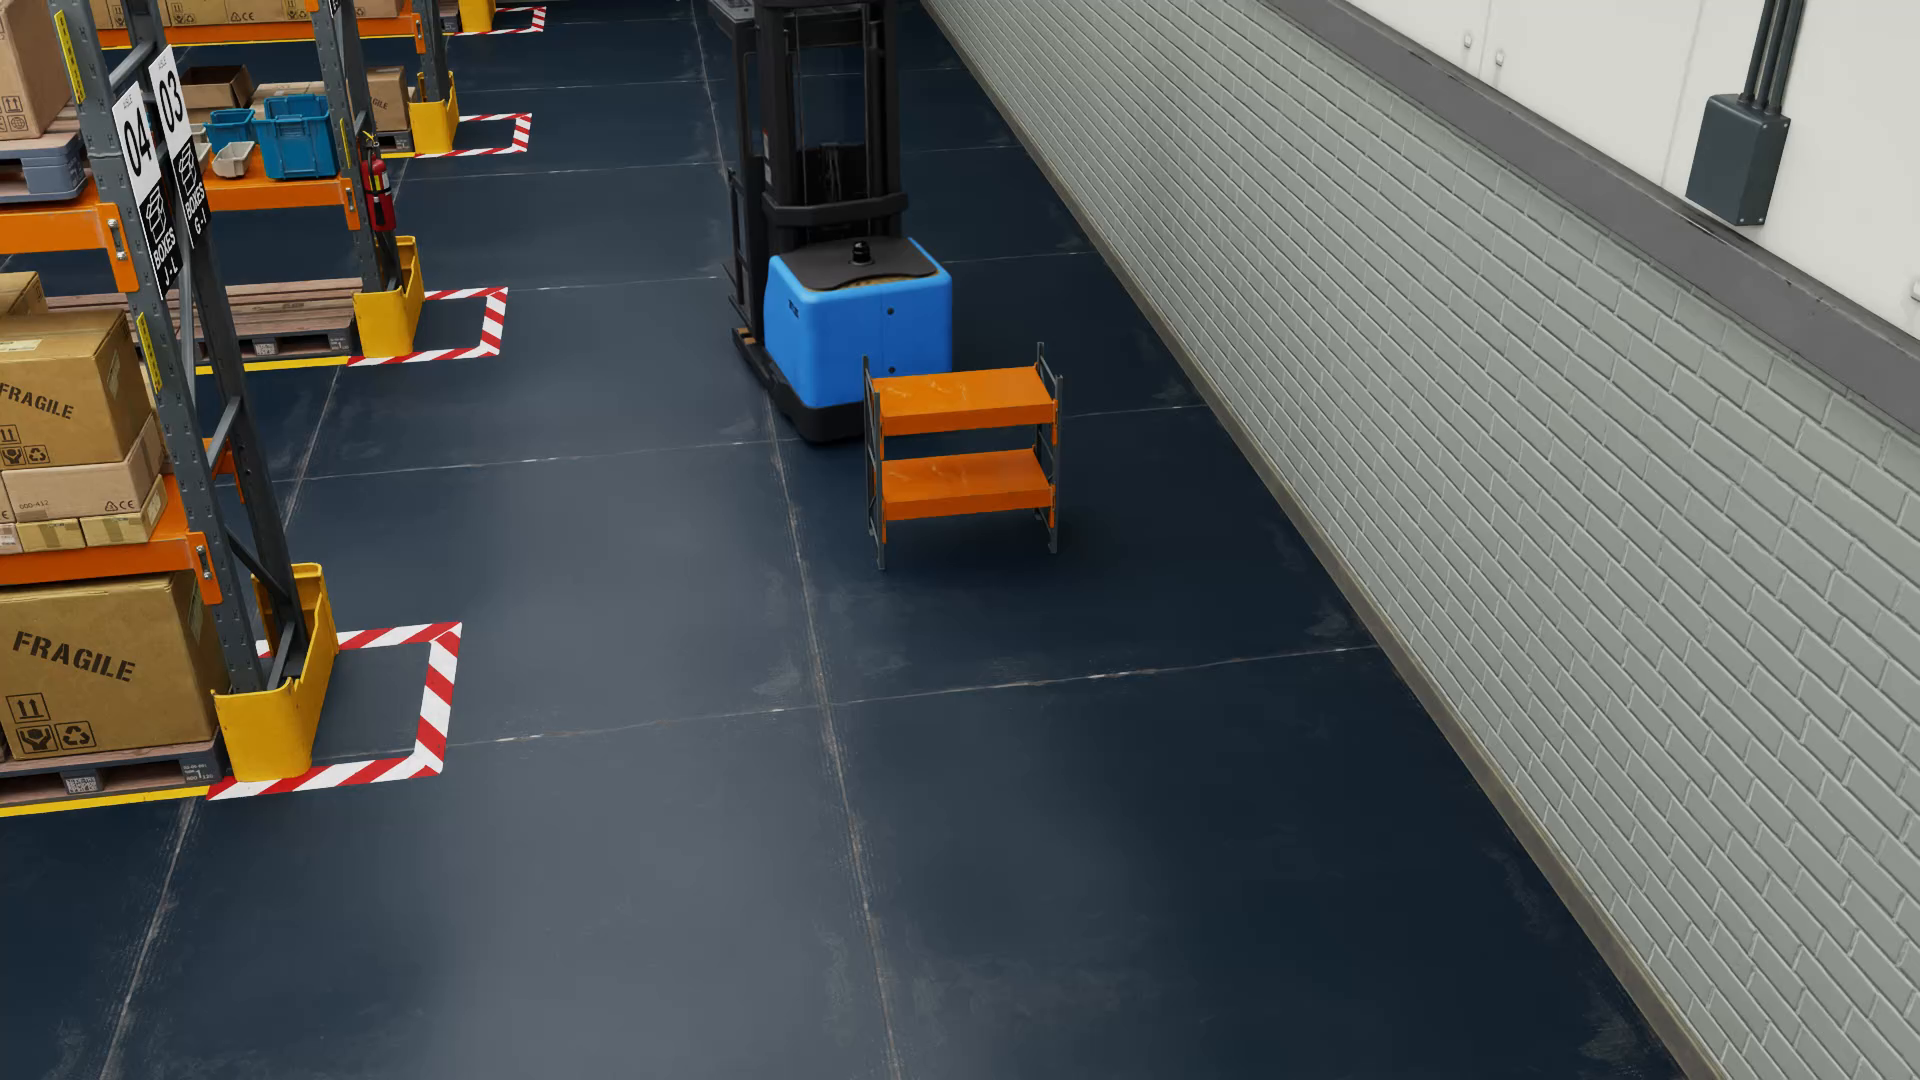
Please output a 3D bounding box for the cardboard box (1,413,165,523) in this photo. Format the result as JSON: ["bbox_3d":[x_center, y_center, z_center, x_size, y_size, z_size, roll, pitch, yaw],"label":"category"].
[{"bbox_3d":[-3.843,-0.326,7.314,0.500,0.250,0.500,-6,31,-10],"label":"cardboard box"}]

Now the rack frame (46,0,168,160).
[{"bbox_3d":[-3.414,-3.025,6.131,0.127,3.000,1.000,-5,31,-9],"label":"rack frame"}]

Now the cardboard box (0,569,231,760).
[{"bbox_3d":[-4.029,0.394,7.916,0.875,0.875,0.875,-5,31,-9],"label":"cardboard box"}]

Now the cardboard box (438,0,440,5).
[{"bbox_3d":[-6.761,-6.837,20.585,0.500,0.500,0.700,-5,31,-9],"label":"cardboard box"}]

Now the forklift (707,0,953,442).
[{"bbox_3d":[-1.032,-2.636,11.455,1.130,2.935,3.031,-11,32,-18],"label":"forklift"}]

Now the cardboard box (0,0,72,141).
[{"bbox_3d":[-3.916,-1.925,6.608,0.500,0.500,0.700,-7,31,-12],"label":"cardboard box"}]

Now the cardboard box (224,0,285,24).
[{"bbox_3d":[-6.587,-5.153,15.570,0.500,0.500,0.500,-5,31,-9],"label":"cardboard box"}]

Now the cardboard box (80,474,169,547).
[{"bbox_3d":[-3.705,-0.134,7.381,0.250,0.149,0.380,-5,31,-8],"label":"cardboard box"}]

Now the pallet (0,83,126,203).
[{"bbox_3d":[-4.142,-1.621,6.789,1.213,0.211,1.003,-5,31,-9],"label":"pallet"}]

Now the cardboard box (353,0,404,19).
[{"bbox_3d":[-5.586,-5.245,15.726,0.500,0.500,0.500,-4,31,-7],"label":"cardboard box"}]

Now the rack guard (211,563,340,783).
[{"bbox_3d":[-3.390,0.637,8.289,0.348,0.500,1.175,-5,31,-9],"label":"rack guard"}]

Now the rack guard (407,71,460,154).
[{"bbox_3d":[-5.269,-4.294,16.674,0.348,0.500,1.175,-5,31,-9],"label":"rack guard"}]

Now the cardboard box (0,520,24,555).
[{"bbox_3d":[-4.208,-0.087,7.301,0.250,0.149,0.380,-5,31,-9],"label":"cardboard box"}]

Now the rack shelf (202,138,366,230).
[{"bbox_3d":[-6.273,-2.416,11.723,4.000,0.370,1.077,-5,31,-9],"label":"rack shelf"}]

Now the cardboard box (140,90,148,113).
[{"bbox_3d":[-7.882,-4.306,16.446,0.500,0.311,0.500,-5,31,-9],"label":"cardboard box"}]

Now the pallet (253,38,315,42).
[{"bbox_3d":[-8.060,-6.424,20.581,1.213,0.211,1.003,-5,31,-9],"label":"pallet"}]

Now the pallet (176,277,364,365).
[{"bbox_3d":[-5.124,-1.650,12.463,1.213,0.211,1.003,-5,31,-9],"label":"pallet"}]

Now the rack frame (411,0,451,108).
[{"bbox_3d":[-5.194,-5.378,16.052,0.127,3.000,1.000,-5,31,-9],"label":"rack frame"}]

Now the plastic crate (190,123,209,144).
[{"bbox_3d":[-5.606,-2.912,12.059,0.298,0.136,0.250,-5,31,-9],"label":"plastic crate"}]

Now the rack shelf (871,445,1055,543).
[{"bbox_3d":[0.007,-0.275,9.704,1.000,0.278,0.538,-5,31,-9],"label":"rack shelf"}]

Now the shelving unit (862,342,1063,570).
[{"bbox_3d":[0.007,-0.486,9.580,1.048,1.125,0.538,-5,31,-9],"label":"shelving unit"}]

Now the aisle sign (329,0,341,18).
[{"bbox_3d":[-4.182,-3.889,10.955,0.004,0.787,0.394,-5,31,-9],"label":"aisle sign"}]

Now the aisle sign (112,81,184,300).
[{"bbox_3d":[-3.289,-1.416,6.749,0.004,0.787,0.394,-5,31,-9],"label":"aisle sign"}]

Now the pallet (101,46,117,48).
[{"bbox_3d":[-10.770,-6.172,20.154,1.213,0.211,1.003,-5,31,-9],"label":"pallet"}]

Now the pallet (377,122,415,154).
[{"bbox_3d":[-6.053,-4.096,16.622,1.213,0.211,1.003,-5,31,-9],"label":"pallet"}]

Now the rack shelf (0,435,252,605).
[{"bbox_3d":[-5.381,0.054,7.523,4.000,0.370,1.077,-5,31,-9],"label":"rack shelf"}]

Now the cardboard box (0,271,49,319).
[{"bbox_3d":[-4.426,-0.871,7.501,0.500,0.500,0.500,-6,31,-10],"label":"cardboard box"}]

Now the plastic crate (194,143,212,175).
[{"bbox_3d":[-5.363,-2.636,11.590,0.243,0.136,0.396,-5,31,-9],"label":"plastic crate"}]

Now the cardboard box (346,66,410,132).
[{"bbox_3d":[-5.685,-4.318,16.281,0.500,0.500,0.500,-5,31,-9],"label":"cardboard box"}]

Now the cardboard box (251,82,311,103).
[{"bbox_3d":[-6.764,-4.383,16.638,0.500,0.250,0.500,-5,31,-9],"label":"cardboard box"}]

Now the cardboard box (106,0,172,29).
[{"bbox_3d":[-7.583,-5.060,15.411,0.500,0.500,0.500,-5,31,-9],"label":"cardboard box"}]

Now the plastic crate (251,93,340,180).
[{"bbox_3d":[-4.602,-2.826,11.617,0.499,0.435,0.616,-5,31,-9],"label":"plastic crate"}]

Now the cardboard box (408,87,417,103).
[{"bbox_3d":[-5.668,-4.472,16.889,0.250,0.149,0.380,-5,31,-9],"label":"cardboard box"}]

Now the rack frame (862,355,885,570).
[{"bbox_3d":[-0.493,-0.439,9.501,0.032,1.125,0.500,-5,31,-9],"label":"rack frame"}]

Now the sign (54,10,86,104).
[{"bbox_3d":[-3.330,-1.808,6.224,0.005,0.325,0.100,-5,31,-9],"label":"sign"}]

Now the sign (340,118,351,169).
[{"bbox_3d":[-4.191,-2.706,11.346,0.005,0.325,0.100,-5,31,-9],"label":"sign"}]
